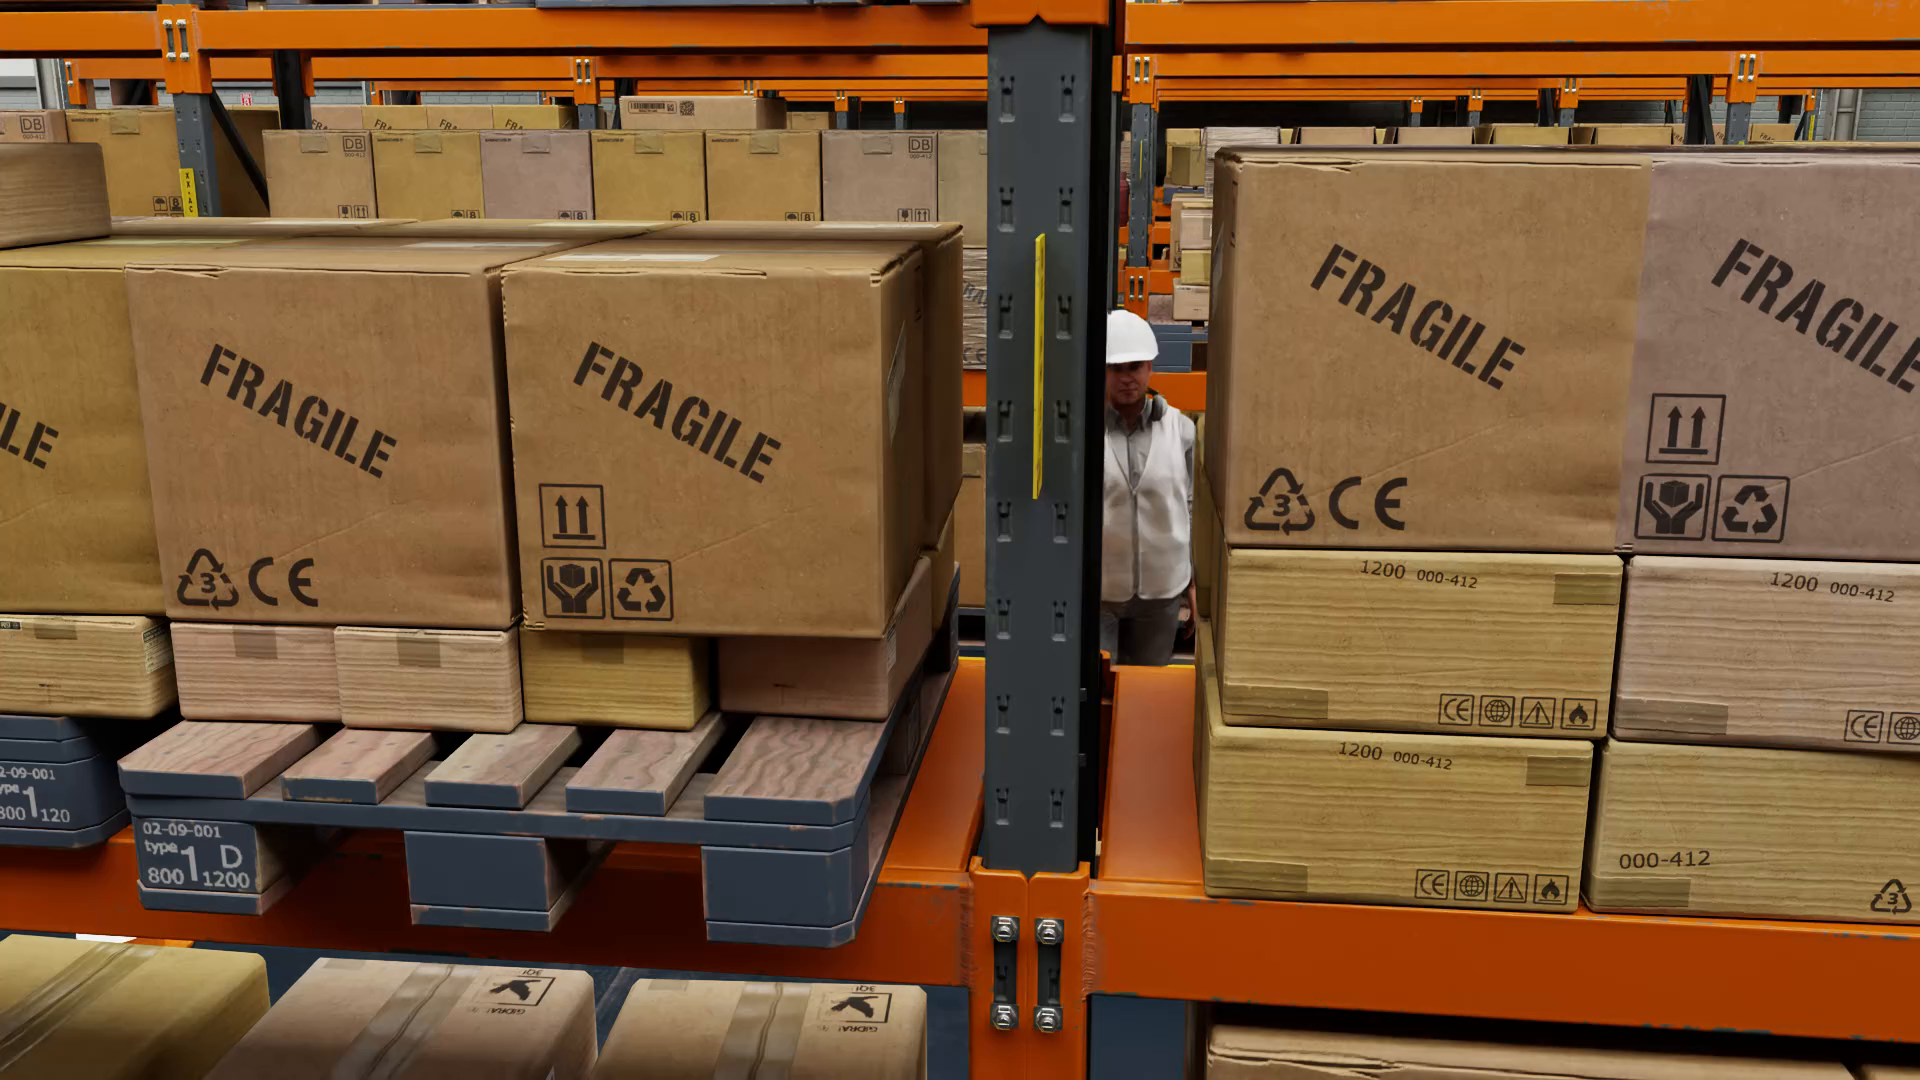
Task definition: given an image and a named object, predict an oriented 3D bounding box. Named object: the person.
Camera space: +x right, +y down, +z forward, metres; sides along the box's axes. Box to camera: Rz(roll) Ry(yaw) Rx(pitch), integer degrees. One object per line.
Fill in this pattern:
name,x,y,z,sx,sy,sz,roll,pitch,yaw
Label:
person,0.541,0.174,5.223,0.557,1.769,0.607,-3,14,-11
